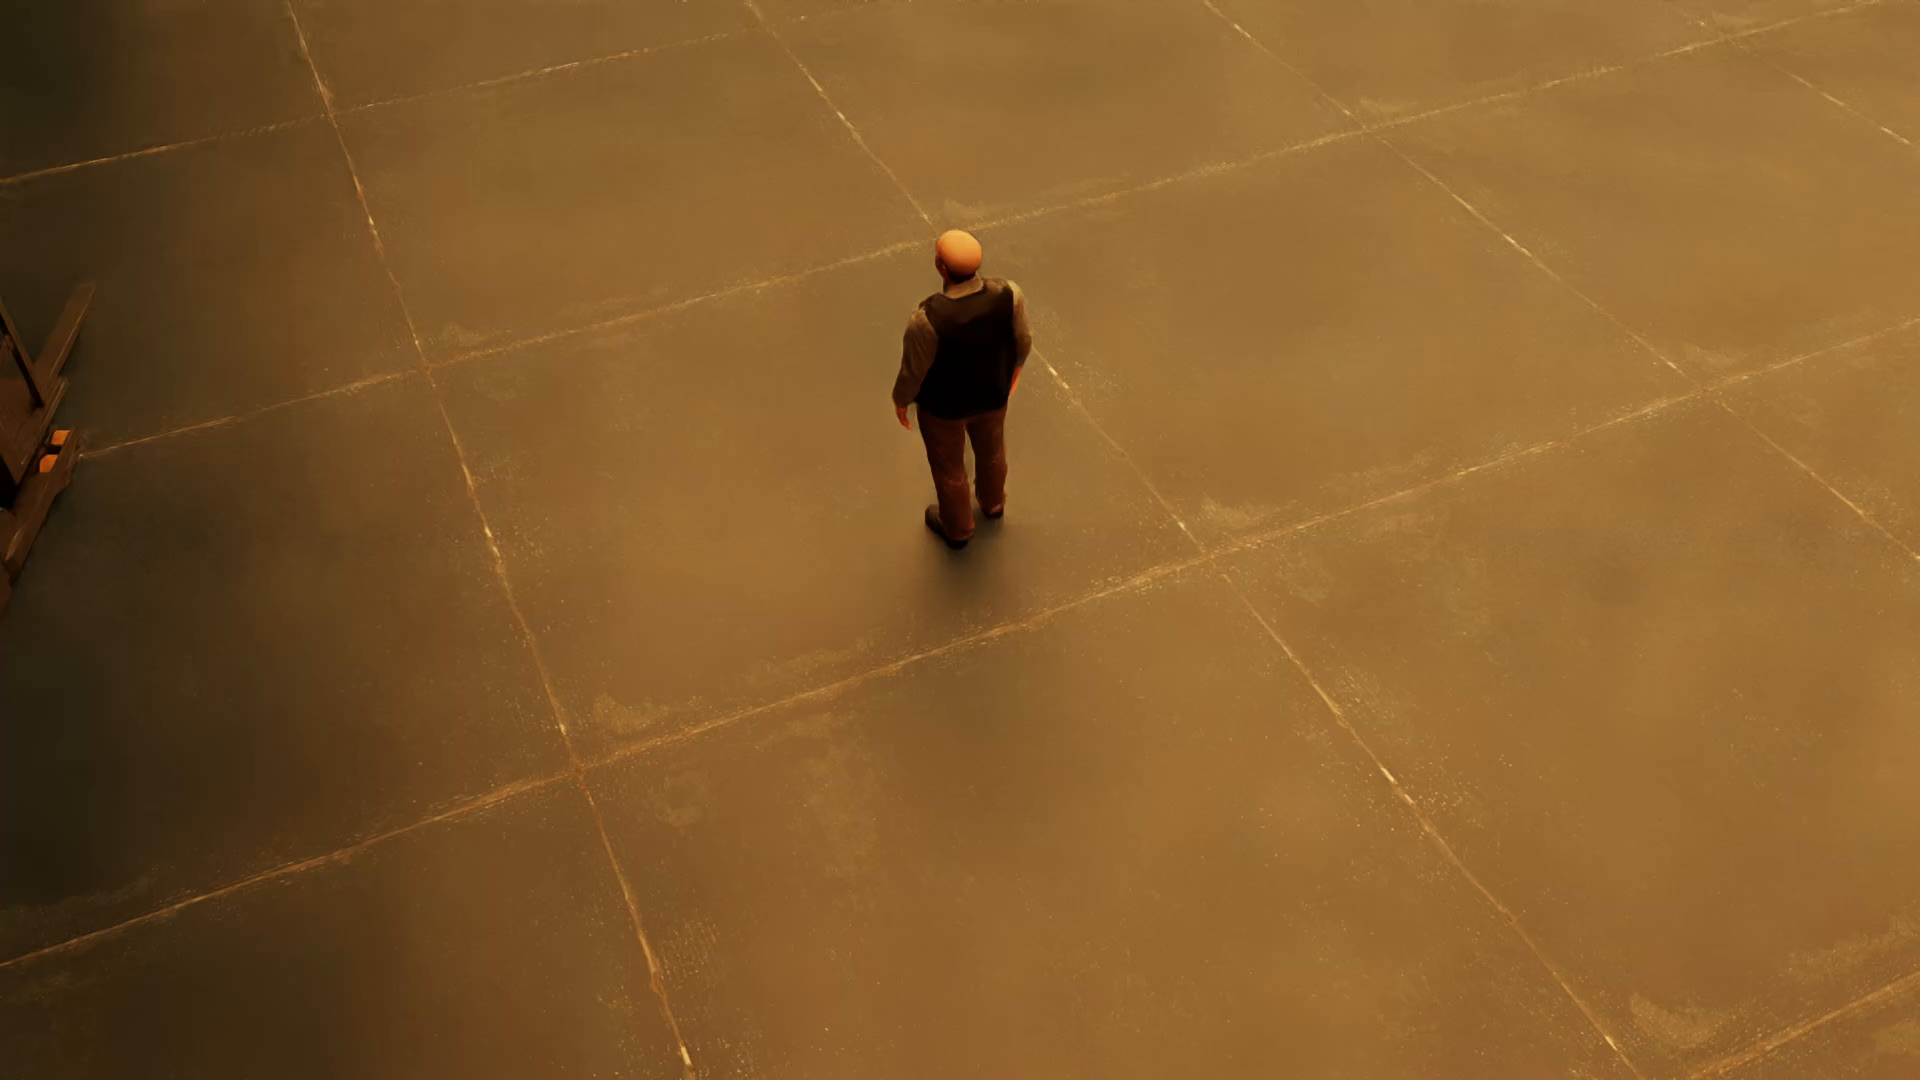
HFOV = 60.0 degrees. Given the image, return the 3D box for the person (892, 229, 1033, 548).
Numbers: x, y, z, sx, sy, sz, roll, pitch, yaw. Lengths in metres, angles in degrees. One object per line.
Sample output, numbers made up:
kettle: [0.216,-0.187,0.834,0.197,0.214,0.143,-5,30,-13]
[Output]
person: [-0.019,-0.675,7.280,0.632,1.720,0.567,-18,46,-18]

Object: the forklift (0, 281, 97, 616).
forklift: [-4.885,-1.261,7.032,1.130,2.935,3.031,-3,43,-4]
